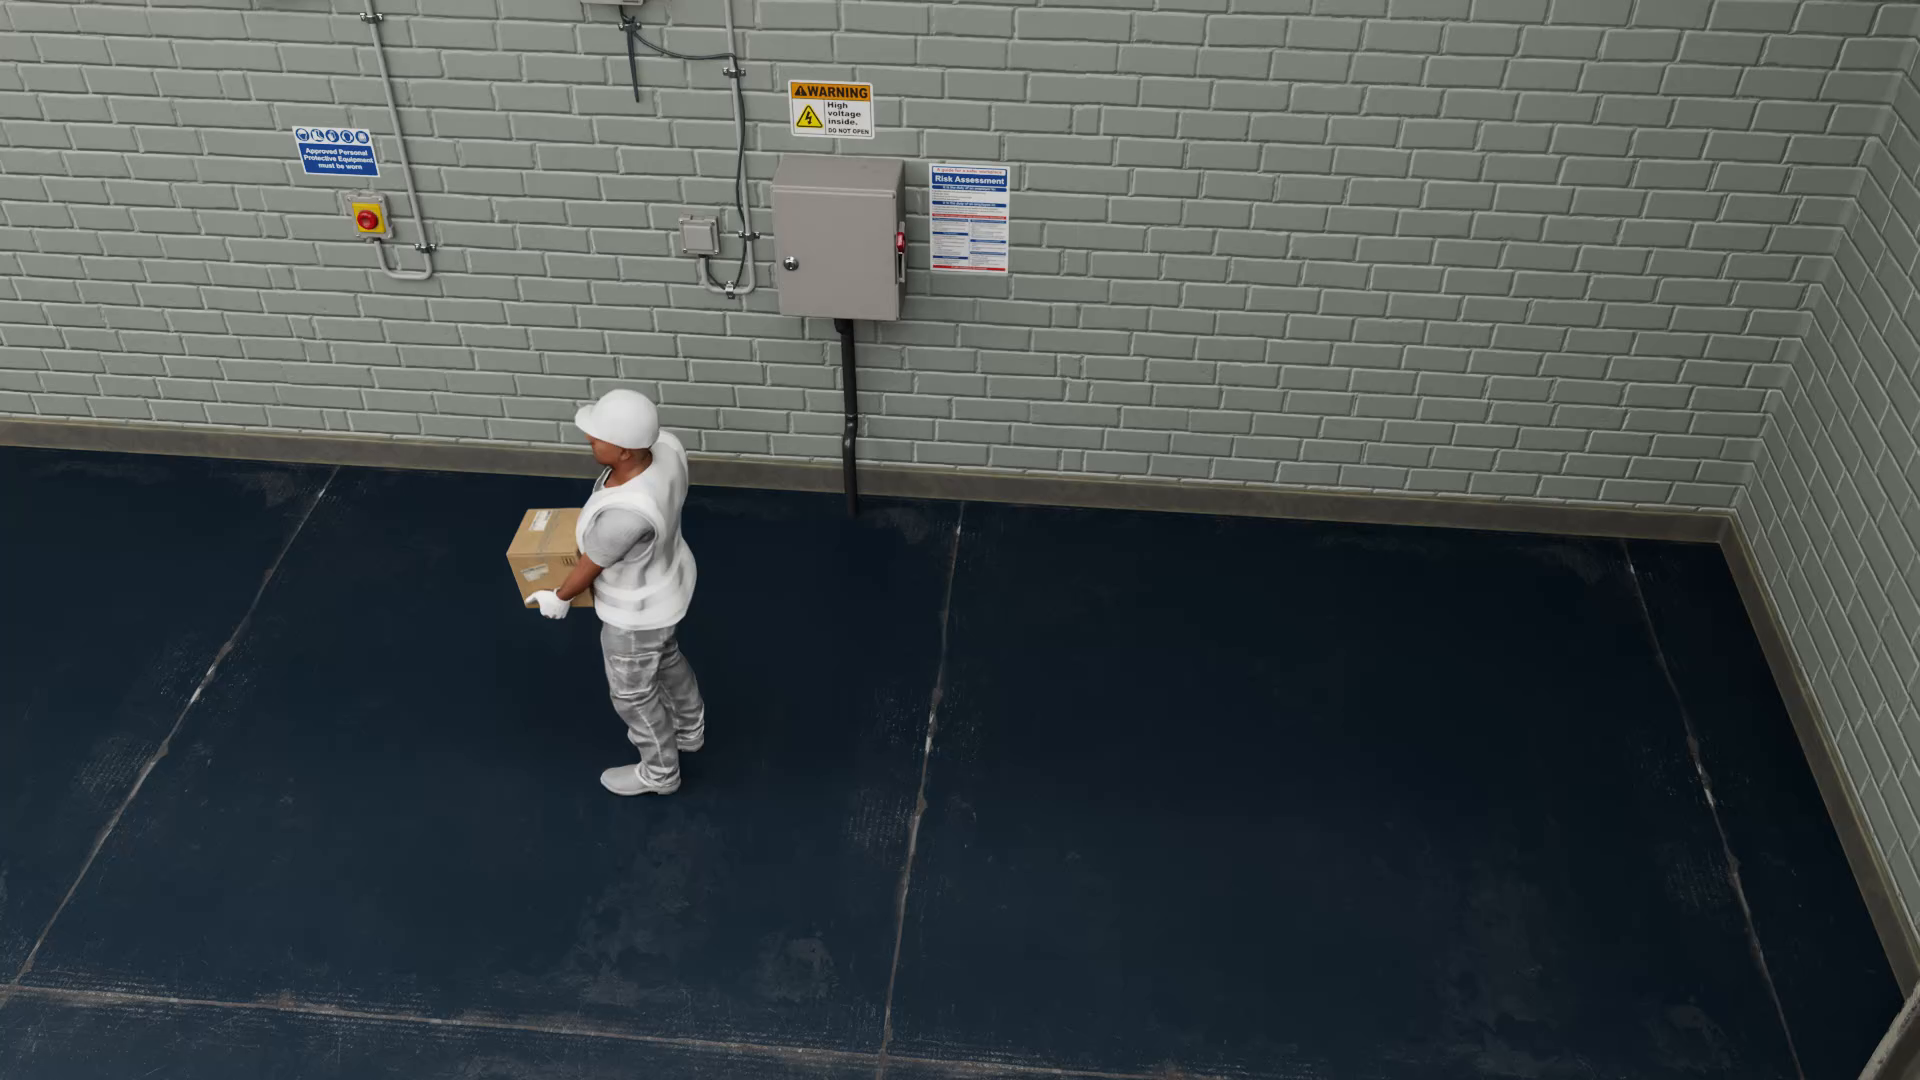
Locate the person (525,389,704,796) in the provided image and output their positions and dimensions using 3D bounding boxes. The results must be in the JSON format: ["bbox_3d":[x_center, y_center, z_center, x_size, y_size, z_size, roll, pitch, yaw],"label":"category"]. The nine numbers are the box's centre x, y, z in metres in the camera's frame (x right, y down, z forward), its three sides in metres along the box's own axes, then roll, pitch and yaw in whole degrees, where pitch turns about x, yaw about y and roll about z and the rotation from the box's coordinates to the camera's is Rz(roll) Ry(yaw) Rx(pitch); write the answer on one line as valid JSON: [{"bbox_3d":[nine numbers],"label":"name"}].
[{"bbox_3d":[-1.223,0.201,5.900,0.567,1.780,0.488,4,40,4],"label":"person"}]
